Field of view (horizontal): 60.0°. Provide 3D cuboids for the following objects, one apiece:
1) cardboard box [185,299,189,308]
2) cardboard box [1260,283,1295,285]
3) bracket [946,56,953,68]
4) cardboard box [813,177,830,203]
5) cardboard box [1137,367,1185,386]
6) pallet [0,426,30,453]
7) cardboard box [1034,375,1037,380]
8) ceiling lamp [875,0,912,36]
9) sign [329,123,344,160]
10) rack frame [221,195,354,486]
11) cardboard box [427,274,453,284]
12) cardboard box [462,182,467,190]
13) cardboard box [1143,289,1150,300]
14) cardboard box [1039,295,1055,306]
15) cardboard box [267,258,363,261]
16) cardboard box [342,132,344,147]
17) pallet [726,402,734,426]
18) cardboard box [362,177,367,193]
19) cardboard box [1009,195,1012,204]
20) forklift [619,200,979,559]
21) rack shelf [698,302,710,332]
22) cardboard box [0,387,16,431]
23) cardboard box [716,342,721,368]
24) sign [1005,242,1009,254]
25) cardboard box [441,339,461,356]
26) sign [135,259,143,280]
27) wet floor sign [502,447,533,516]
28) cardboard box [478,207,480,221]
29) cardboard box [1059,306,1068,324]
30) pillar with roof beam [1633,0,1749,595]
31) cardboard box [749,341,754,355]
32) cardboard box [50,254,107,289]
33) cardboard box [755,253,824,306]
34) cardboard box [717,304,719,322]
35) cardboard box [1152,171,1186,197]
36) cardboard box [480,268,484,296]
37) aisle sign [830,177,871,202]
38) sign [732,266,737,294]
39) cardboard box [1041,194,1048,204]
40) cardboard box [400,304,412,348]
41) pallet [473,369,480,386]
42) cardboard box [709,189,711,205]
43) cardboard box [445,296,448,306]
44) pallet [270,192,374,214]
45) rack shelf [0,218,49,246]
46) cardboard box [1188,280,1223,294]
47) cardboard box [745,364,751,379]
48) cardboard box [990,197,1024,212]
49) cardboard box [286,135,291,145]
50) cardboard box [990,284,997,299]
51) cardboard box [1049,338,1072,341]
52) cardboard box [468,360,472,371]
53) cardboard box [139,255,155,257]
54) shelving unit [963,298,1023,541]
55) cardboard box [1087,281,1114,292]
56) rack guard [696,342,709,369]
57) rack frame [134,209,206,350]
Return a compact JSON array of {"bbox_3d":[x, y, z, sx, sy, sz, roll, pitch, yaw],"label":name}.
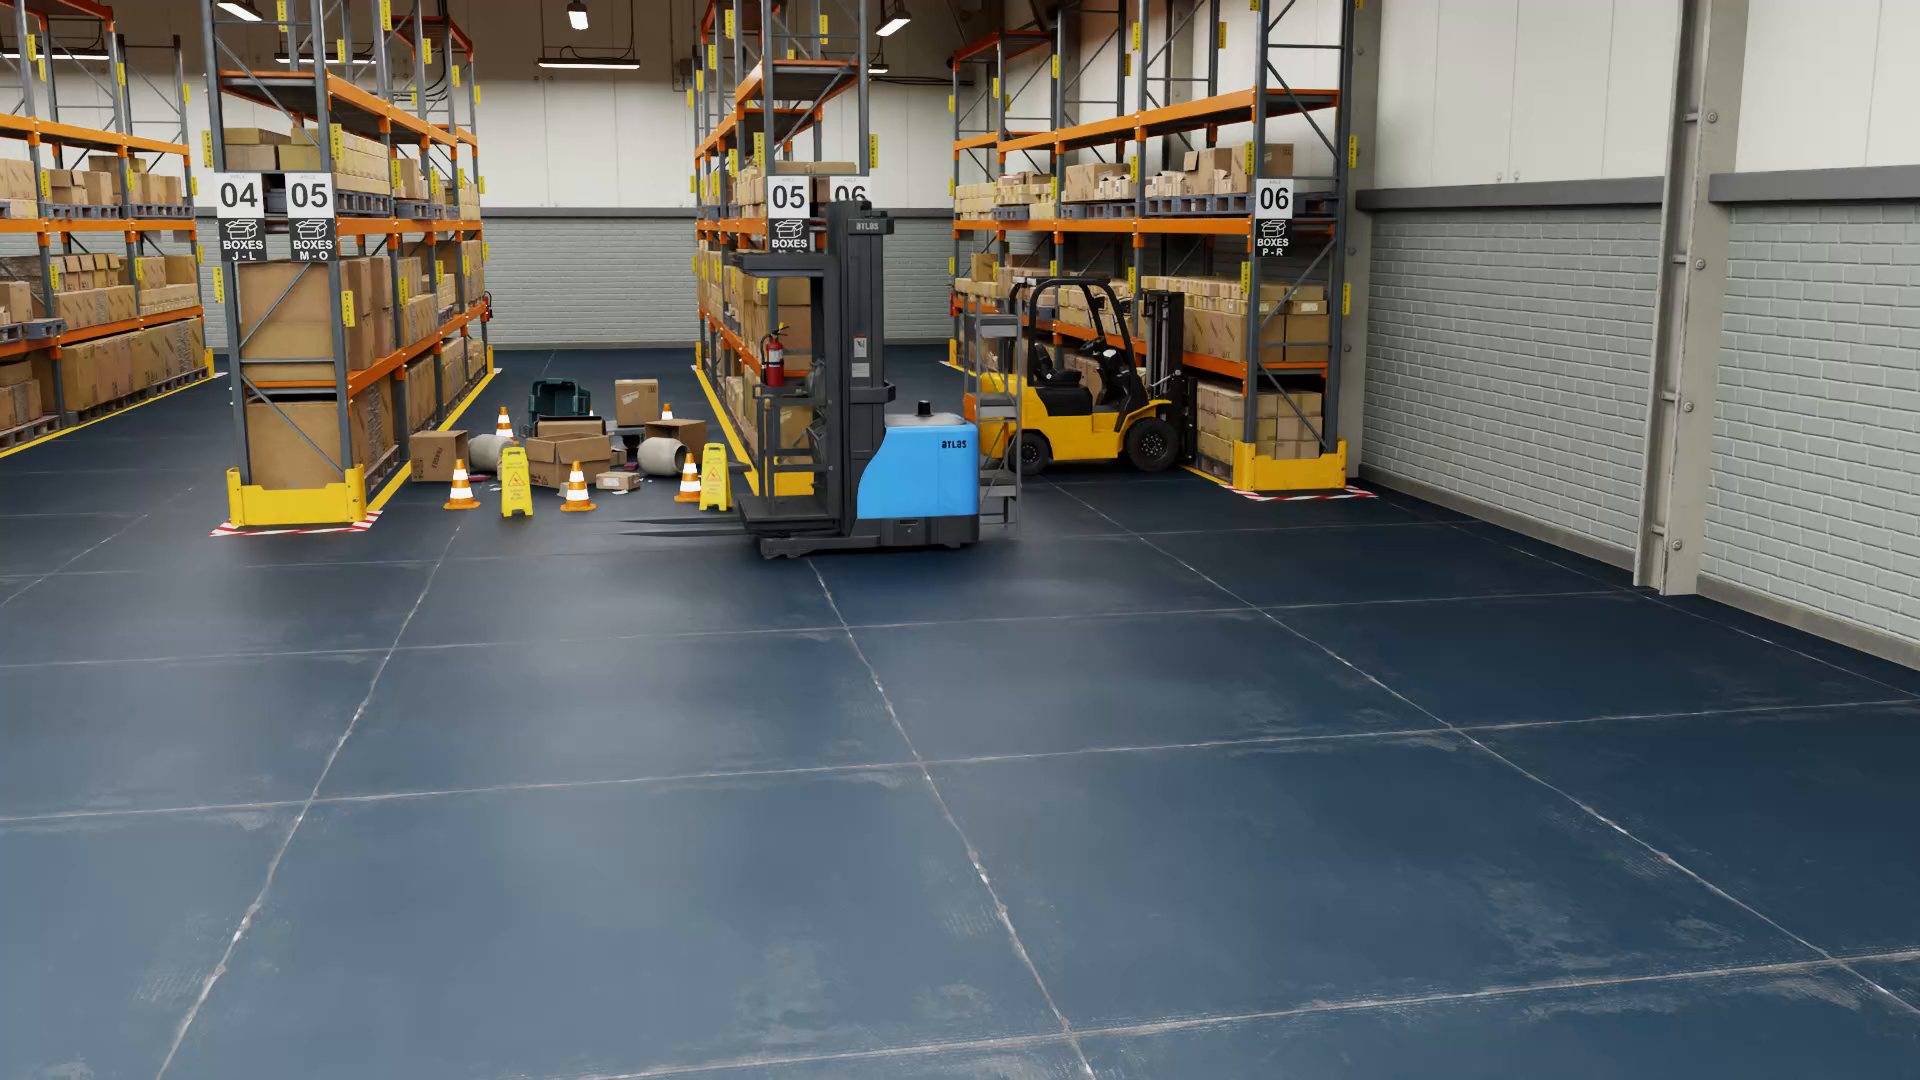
[{"bbox_3d":[-13.673,-4.116,28.970,0.380,0.149,0.250,-2,11,-10],"label":"cardboard box"},{"bbox_3d":[3.515,-2.766,18.406,0.380,0.149,0.250,-2,11,-11],"label":"cardboard box"},{"bbox_3d":[-0.154,-10.714,37.295,0.235,0.232,0.430,-2,11,-11],"label":"bracket"},{"bbox_3d":[-1.217,-3.506,16.677,0.500,0.250,0.500,-2,11,-12],"label":"cardboard box"},{"bbox_3d":[2.496,-2.019,20.841,0.500,0.250,0.500,-2,11,-12],"label":"cardboard box"},{"bbox_3d":[-12.273,-1.228,20.586,1.003,0.211,1.213,-2,11,-11],"label":"pallet"},{"bbox_3d":[1.447,-2.743,26.646,0.500,0.500,0.500,-2,11,-9],"label":"cardboard box"},{"bbox_3d":[-0.839,-9.821,26.617,0.800,3.185,2.000,-2,11,-11],"label":"ceiling lamp"},{"bbox_3d":[-5.671,-3.620,15.124,0.100,0.325,0.005,-2,11,-11],"label":"sign"},{"bbox_3d":[-6.216,-1.660,15.393,1.000,3.000,0.127,-2,11,-11],"label":"rack frame"},{"bbox_3d":[-8.228,-4.120,26.277,0.380,0.149,0.250,-2,11,-13],"label":"cardboard box"},{"bbox_3d":[-8.578,-6.007,28.208,0.380,0.149,0.250,-2,11,-8],"label":"cardboard box"},{"bbox_3d":[2.514,-3.073,20.815,0.380,0.149,0.250,-2,11,-12],"label":"cardboard box"},{"bbox_3d":[1.428,-3.696,25.641,0.380,0.149,0.250,-2,11,-10],"label":"cardboard box"},{"bbox_3d":[-6.654,-2.631,17.207,0.875,0.550,0.500,-2,11,-11],"label":"cardboard box"},{"bbox_3d":[-6.017,-3.776,15.637,0.380,0.149,0.250,-2,11,-11],"label":"cardboard box"},{"bbox_3d":[-2.786,-1.812,23.653,1.003,0.211,1.213,-2,11,-11],"label":"pallet"},{"bbox_3d":[-6.264,-3.618,16.940,0.380,0.149,0.250,-2,11,-10],"label":"cardboard box"},{"bbox_3d":[1.023,-5.589,27.298,0.380,0.149,0.250,-2,11,-12],"label":"cardboard box"},{"bbox_3d":[-1.405,-1.391,14.164,3.031,2.935,1.130,-2,11,-11],"label":"forklift"},{"bbox_3d":[-4.103,-4.072,29.994,1.077,0.370,4.000,-2,11,-11],"label":"rack shelf"},{"bbox_3d":[-12.270,-1.626,20.725,0.700,0.500,0.500,-1,11,-6],"label":"cardboard box"},{"bbox_3d":[-3.906,-3.290,29.688,0.875,0.438,0.875,-2,11,-13],"label":"cardboard box"},{"bbox_3d":[0.924,-5.714,32.755,0.100,0.325,0.005,-2,11,-11],"label":"sign"},{"bbox_3d":[-8.071,-2.985,25.913,0.500,0.250,0.500,-2,11,-8],"label":"cardboard box"},{"bbox_3d":[-12.905,-4.250,26.118,0.100,0.325,0.005,-2,11,-11],"label":"sign"},{"bbox_3d":[-4.269,-0.570,15.964,0.267,0.644,0.232,-4,12,-21],"label":"wet floor sign"},{"bbox_3d":[-8.980,-5.920,30.157,0.500,0.250,0.500,-2,11,-12],"label":"cardboard box"},{"bbox_3d":[1.778,-3.343,24.637,0.500,0.250,0.500,-2,11,-11],"label":"cardboard box"},{"bbox_3d":[1.180,-3.890,11.066,9.100,9.000,0.400,-2,11,-11],"label":"pillar with roof beam"},{"bbox_3d":[-2.172,-2.164,18.715,0.380,0.149,0.250,-2,11,-11],"label":"cardboard box"},{"bbox_3d":[-13.181,-3.997,24.725,0.797,0.503,0.637,-2,11,-10],"label":"cardboard box"},{"bbox_3d":[-1.694,-2.630,16.756,0.700,0.500,0.500,-2,11,-12],"label":"cardboard box"},{"bbox_3d":[-3.404,-3.428,25.086,0.500,0.250,0.500,-2,11,-10],"label":"cardboard box"},{"bbox_3d":[2.632,-4.297,20.074,0.500,0.311,0.500,-2,11,-10],"label":"cardboard box"},{"bbox_3d":[-8.988,-4.716,30.390,0.500,0.500,0.500,-2,11,-10],"label":"cardboard box"},{"bbox_3d":[-1.064,-3.135,16.193,0.394,0.787,0.004,-2,11,-11],"label":"aisle sign"},{"bbox_3d":[-2.702,-3.140,20.073,0.100,0.325,0.005,-2,11,-11],"label":"sign"},{"bbox_3d":[1.478,-5.300,25.832,0.380,0.149,0.250,-2,11,-11],"label":"cardboard box"},{"bbox_3d":[-6.833,-2.549,19.796,0.500,0.500,0.500,-2,11,-10],"label":"cardboard box"},{"bbox_3d":[-8.956,-2.837,29.036,1.003,0.211,1.213,-2,11,-11],"label":"pallet"},{"bbox_3d":[-3.703,-5.325,25.865,0.396,0.266,0.258,-1,11,-6],"label":"cardboard box"},{"bbox_3d":[-8.022,-3.639,25.341,0.380,0.149,0.250,-2,11,-9],"label":"cardboard box"},{"bbox_3d":[-6.612,-3.449,17.012,1.003,0.211,1.213,-2,11,-11],"label":"pallet"},{"bbox_3d":[-12.268,-3.718,20.111,1.077,0.370,4.000,-2,11,-11],"label":"rack shelf"},{"bbox_3d":[2.875,-2.939,19.318,0.380,0.149,0.250,-2,11,-11],"label":"cardboard box"},{"bbox_3d":[-2.343,-1.991,19.626,0.380,0.149,0.250,-2,11,-10],"label":"cardboard box"},{"bbox_3d":[0.814,-5.866,29.074,0.500,0.250,0.500,-2,11,-11],"label":"cardboard box"},{"bbox_3d":[-6.862,-3.939,16.498,0.380,0.149,0.250,-2,11,-12],"label":"cardboard box"},{"bbox_3d":[0.815,-4.397,29.382,0.500,0.250,0.500,-2,11,-10],"label":"cardboard box"},{"bbox_3d":[1.697,-3.289,27.783,0.380,0.149,0.250,-2,11,-9],"label":"cardboard box"},{"bbox_3d":[-8.307,-2.890,27.566,0.380,0.149,0.250,-2,11,-8],"label":"cardboard box"},{"bbox_3d":[-14.287,-4.683,28.881,0.500,0.500,0.500,-2,11,-12],"label":"cardboard box"},{"bbox_3d":[0.286,-1.074,14.724,0.431,2.100,0.503,-2,11,-12],"label":"shelving unit"},{"bbox_3d":[1.966,-3.569,23.422,0.380,0.149,0.250,-2,11,-10],"label":"cardboard box"},{"bbox_3d":[-4.497,-3.569,32.111,1.175,0.500,0.348,-2,11,-11],"label":"rack guard"},{"bbox_3d":[-14.213,-4.432,29.961,1.000,3.000,0.127,-2,11,-11],"label":"rack frame"}]
